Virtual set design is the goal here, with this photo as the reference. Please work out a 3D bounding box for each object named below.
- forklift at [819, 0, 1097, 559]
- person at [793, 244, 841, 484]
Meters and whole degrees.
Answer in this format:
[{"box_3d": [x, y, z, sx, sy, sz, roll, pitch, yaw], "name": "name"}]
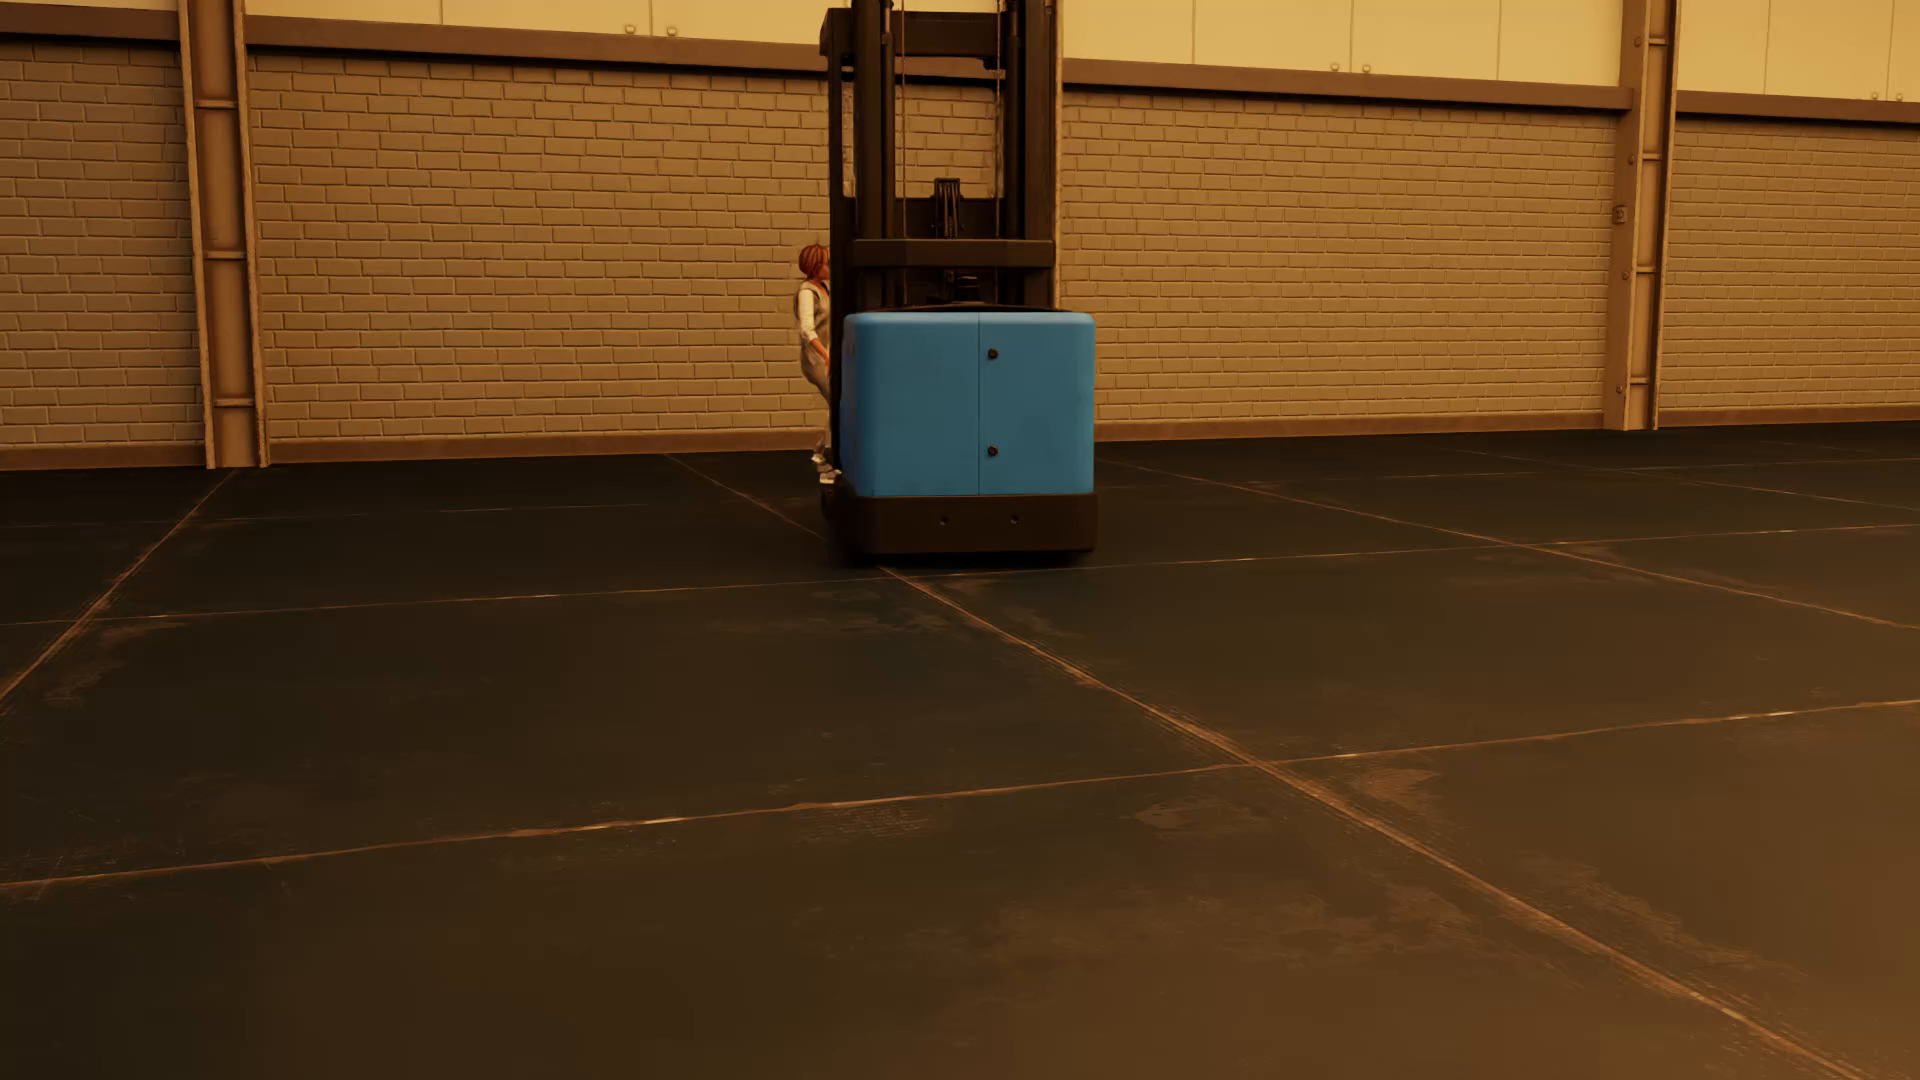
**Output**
[{"box_3d": [-0.127, -1.532, 8.311, 1.130, 2.935, 3.031, -1, 8, -8], "name": "forklift"}, {"box_3d": [-0.800, -1.125, 10.577, 0.522, 1.503, 0.651, 3, 8, 22], "name": "person"}]
